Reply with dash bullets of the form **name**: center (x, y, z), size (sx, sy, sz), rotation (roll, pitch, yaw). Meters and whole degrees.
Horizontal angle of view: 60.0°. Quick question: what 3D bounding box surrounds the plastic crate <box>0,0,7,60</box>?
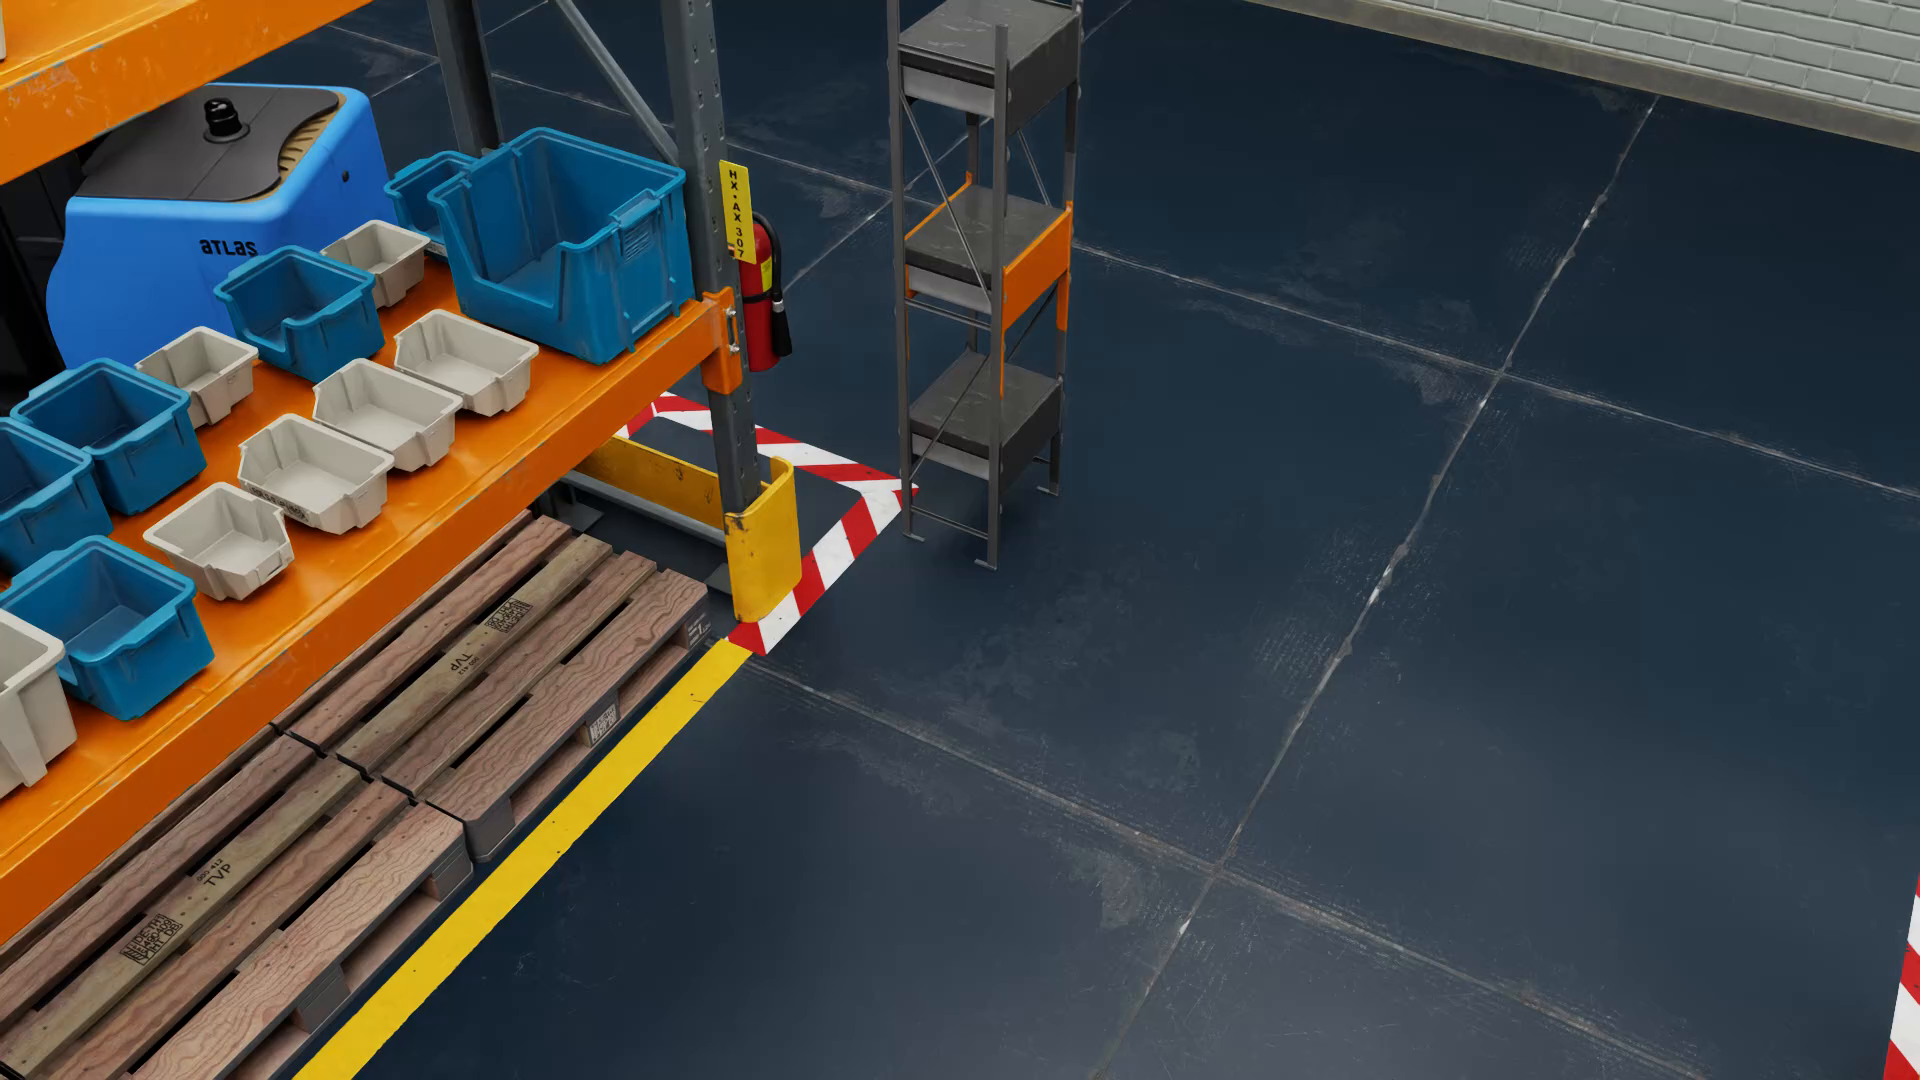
- **plastic crate**: center (-1.966, -0.850, 2.876), size (0.437, 0.136, 0.530), rotation (21, 45, 22)

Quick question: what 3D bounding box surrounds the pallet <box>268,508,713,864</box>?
- **pallet**: center (-1.593, 0.418, 5.616), size (1.003, 0.211, 1.213), rotation (21, 45, 22)

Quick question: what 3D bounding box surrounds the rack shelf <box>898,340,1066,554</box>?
- **rack shelf**: center (0.083, -0.347, 6.135), size (0.431, 0.518, 0.480), rotation (21, 45, 22)

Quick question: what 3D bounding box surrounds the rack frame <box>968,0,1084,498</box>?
- **rack frame**: center (0.205, -1.022, 5.822), size (0.400, 2.100, 0.015), rotation (21, 45, 22)

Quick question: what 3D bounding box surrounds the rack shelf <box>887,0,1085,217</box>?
- **rack shelf**: center (0.083, -1.398, 5.210), size (0.431, 0.518, 0.480), rotation (21, 45, 22)

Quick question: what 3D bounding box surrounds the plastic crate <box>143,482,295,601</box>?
- **plastic crate**: center (-1.806, 0.019, 4.113), size (0.298, 0.136, 0.250), rotation (21, 45, 22)

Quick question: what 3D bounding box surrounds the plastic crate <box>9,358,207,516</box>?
- **plastic crate**: center (-2.215, -0.262, 4.359), size (0.416, 0.233, 0.300), rotation (21, 45, 22)

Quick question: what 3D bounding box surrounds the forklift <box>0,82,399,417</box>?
- **forklift**: center (-3.907, -1.880, 6.168), size (3.031, 2.935, 1.130), rotation (3, 41, 3)

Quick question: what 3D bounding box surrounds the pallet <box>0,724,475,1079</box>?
- **pallet**: center (-2.205, 1.113, 4.826), size (1.003, 0.211, 1.213), rotation (21, 45, 22)

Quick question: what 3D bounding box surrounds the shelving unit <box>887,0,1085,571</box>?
- **shelving unit**: center (0.083, -0.883, 5.664), size (0.431, 2.100, 0.503), rotation (21, 45, 22)

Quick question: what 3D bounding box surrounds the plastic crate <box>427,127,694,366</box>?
- **plastic crate**: center (-1.153, -0.870, 4.897), size (0.616, 0.435, 0.499), rotation (21, 45, 22)

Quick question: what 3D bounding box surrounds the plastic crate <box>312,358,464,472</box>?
- **plastic crate**: center (-1.556, -0.324, 4.502), size (0.396, 0.136, 0.243), rotation (21, 45, 22)

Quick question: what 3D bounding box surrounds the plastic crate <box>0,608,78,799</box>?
- **plastic crate**: center (-2.225, 0.410, 3.559), size (0.437, 0.282, 0.530), rotation (21, 45, 22)

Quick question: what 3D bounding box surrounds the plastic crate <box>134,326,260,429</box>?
- **plastic crate**: center (-2.127, -0.435, 4.628), size (0.250, 0.136, 0.298), rotation (21, 45, 22)

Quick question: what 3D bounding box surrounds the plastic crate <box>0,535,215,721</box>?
- **plastic crate**: center (-1.953, 0.212, 3.821), size (0.416, 0.233, 0.300), rotation (21, 45, 22)

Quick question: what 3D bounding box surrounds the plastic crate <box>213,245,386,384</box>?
- **plastic crate**: center (-1.885, -0.639, 4.787), size (0.416, 0.233, 0.300), rotation (21, 45, 22)

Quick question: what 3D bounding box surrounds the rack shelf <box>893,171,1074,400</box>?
- **rack shelf**: center (0.083, -0.872, 5.673), size (0.431, 0.518, 0.480), rotation (21, 45, 22)

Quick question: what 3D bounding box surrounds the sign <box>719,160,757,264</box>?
- **sign**: center (-0.663, -0.977, 4.966), size (0.100, 0.325, 0.005), rotation (21, 45, 22)

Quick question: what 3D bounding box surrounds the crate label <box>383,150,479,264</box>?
- **crate label**: center (-1.556, -1.015, 5.214), size (0.416, 0.233, 0.303), rotation (21, 45, 22)

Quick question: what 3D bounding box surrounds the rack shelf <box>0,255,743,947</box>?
- **rack shelf**: center (-2.148, 0.326, 4.154), size (1.077, 0.370, 4.000), rotation (21, 45, 22)

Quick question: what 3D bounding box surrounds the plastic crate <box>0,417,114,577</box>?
- **plastic crate**: center (-2.365, -0.090, 4.164), size (0.416, 0.233, 0.300), rotation (21, 45, 22)

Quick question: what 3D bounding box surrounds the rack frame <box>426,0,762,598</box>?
- **rack frame**: center (-1.147, -1.088, 5.216), size (1.000, 3.000, 0.127), rotation (21, 45, 22)

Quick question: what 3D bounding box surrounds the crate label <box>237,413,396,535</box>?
- **crate label**: center (-1.674, -0.156, 4.312), size (0.396, 0.136, 0.243), rotation (21, 45, 22)

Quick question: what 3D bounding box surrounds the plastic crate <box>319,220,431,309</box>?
- **plastic crate**: center (-1.788, -0.823, 5.069), size (0.250, 0.136, 0.298), rotation (21, 45, 22)

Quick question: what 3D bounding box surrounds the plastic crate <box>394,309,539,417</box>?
- **plastic crate**: center (-1.398, -0.485, 4.685), size (0.396, 0.136, 0.243), rotation (21, 45, 22)

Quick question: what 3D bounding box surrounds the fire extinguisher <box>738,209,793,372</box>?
- **fire extinguisher**: center (-0.678, -0.855, 5.292), size (0.296, 0.674, 0.183), rotation (21, 45, 22)

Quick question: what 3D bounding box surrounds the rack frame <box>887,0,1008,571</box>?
- **rack frame**: center (-0.039, -0.743, 5.505), size (0.400, 2.100, 0.015), rotation (21, 45, 22)

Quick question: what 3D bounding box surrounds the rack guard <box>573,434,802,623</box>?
- **rack guard**: center (-1.146, -0.168, 6.062), size (1.175, 0.500, 0.348), rotation (21, 45, 22)
